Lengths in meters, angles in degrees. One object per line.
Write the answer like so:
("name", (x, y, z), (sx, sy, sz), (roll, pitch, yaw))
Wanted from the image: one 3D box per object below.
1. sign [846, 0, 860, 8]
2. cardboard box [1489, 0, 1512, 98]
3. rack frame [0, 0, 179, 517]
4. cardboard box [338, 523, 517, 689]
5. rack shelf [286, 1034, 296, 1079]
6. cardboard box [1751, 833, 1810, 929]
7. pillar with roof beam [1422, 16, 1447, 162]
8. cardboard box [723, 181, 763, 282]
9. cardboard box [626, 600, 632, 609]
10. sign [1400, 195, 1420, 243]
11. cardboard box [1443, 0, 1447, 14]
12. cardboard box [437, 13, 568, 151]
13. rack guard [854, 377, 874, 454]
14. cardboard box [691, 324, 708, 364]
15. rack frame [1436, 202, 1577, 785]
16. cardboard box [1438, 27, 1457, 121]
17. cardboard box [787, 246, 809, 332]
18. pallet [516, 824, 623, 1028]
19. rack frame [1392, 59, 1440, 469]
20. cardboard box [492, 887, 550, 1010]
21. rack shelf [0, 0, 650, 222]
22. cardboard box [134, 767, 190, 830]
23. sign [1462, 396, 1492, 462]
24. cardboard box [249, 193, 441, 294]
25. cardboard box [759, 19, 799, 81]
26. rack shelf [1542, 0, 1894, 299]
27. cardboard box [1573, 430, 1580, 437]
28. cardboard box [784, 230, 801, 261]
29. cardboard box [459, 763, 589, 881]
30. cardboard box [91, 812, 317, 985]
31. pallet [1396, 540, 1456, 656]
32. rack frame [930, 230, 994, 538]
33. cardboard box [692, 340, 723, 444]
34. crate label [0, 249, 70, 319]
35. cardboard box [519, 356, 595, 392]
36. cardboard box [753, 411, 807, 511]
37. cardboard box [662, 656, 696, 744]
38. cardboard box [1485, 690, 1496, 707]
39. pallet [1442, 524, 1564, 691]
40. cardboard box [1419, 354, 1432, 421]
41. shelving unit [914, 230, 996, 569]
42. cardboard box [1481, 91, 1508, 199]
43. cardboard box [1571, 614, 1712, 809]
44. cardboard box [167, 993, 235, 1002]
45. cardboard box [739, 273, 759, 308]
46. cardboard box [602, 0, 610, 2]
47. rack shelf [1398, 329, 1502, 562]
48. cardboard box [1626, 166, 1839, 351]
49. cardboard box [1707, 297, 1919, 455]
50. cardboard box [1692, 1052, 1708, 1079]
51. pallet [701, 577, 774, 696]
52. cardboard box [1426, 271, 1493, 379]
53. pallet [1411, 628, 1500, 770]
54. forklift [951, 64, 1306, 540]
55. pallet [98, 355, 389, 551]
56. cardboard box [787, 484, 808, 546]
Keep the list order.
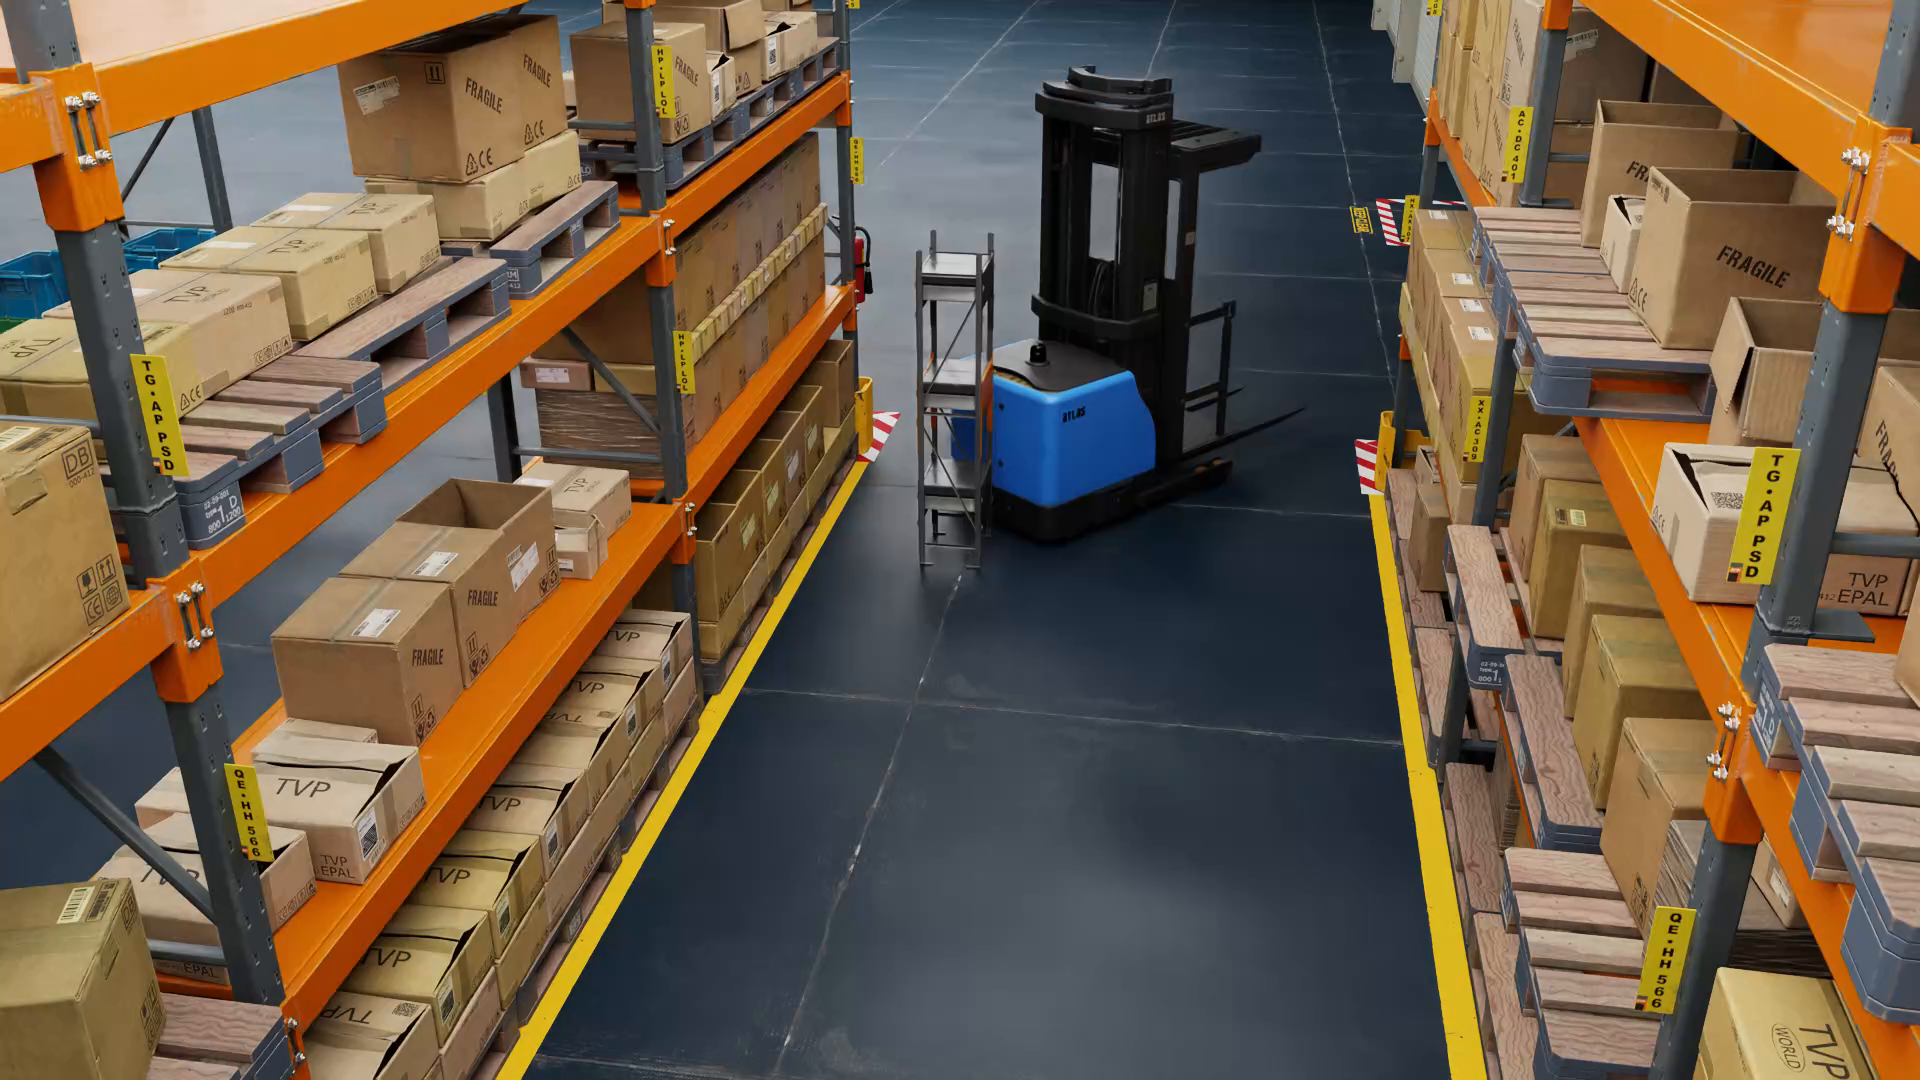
("sign", (-0.736, -3.788, 11.314), (0.100, 0.325, 0.005), (4, 25, 9))
("cardboard box", (2.859, -2.418, 8.018), (0.500, 0.500, 0.500), (5, 26, 11))
("rack frame", (-2.576, -1.479, 3.794), (1.000, 3.000, 0.127), (4, 25, 9))
("cardboard box", (-2.232, 0.270, 7.016), (0.500, 0.500, 0.500), (4, 25, 9))
("rack shelf", (-2.903, 2.401, 3.431), (1.077, 0.370, 4.000), (4, 25, 9))
("cardboard box", (2.338, 0.896, 4.396), (0.380, 0.149, 0.250), (1, 25, 2))
("pillar with roof beam", (2.072, -9.447, 20.818), (9.100, 9.000, 0.400), (4, 25, 9))
("cardboard box", (-1.610, -1.883, 10.086), (0.700, 0.500, 0.500), (4, 25, 9))
("cardboard box", (-2.062, 0.412, 9.580), (0.500, 0.250, 0.500), (4, 25, 9))
("sign", (3.084, -2.195, 11.381), (0.100, 0.325, 0.005), (4, 25, 9))
("cardboard box", (3.316, -3.487, 10.302), (0.500, 0.500, 0.500), (2, 25, 5))
("cardboard box", (-2.062, -2.000, 7.242), (0.500, 0.500, 0.500), (4, 25, 9))
("rack guard", (-1.265, -0.985, 12.765), (1.175, 0.500, 0.348), (4, 25, 9))
("cardboard box", (-1.606, -1.085, 9.148), (0.380, 0.149, 0.250), (3, 25, 7))
("rack frame", (2.965, -0.093, 7.910), (1.000, 3.000, 0.127), (4, 25, 9))
("cardboard box", (3.195, -2.834, 10.086), (0.500, 0.500, 0.500), (6, 26, 12))
("cardboard box", (-1.439, -1.738, 11.307), (0.700, 0.500, 0.500), (5, 25, 10))
("pallet", (-2.202, 1.651, 7.474), (1.003, 0.211, 1.213), (4, 25, 9))
("rack frame", (3.619, -1.766, 11.484), (1.000, 3.000, 0.127), (4, 25, 9))
("cardboard box", (-2.041, 1.667, 6.899), (0.500, 0.250, 0.500), (3, 25, 7))
("rack shelf", (-2.249, -1.808, 5.818), (1.077, 0.370, 4.000), (4, 25, 9))
("cardboard box", (-2.702, 0.957, 5.963), (0.380, 0.149, 0.250), (4, 25, 9))
("sign", (2.429, -0.519, 7.800), (0.100, 0.325, 0.005), (4, 25, 9))
("cardboard box", (-2.295, -1.120, 6.247), (0.500, 0.250, 0.500), (2, 25, 4))
("cardboard box", (-1.288, -2.947, 9.913), (0.500, 0.311, 0.500), (7, 26, 15))
("rack shelf", (2.638, -1.466, 5.088), (1.077, 0.370, 4.000), (4, 25, 9))
("cardboard box", (3.248, -0.556, 8.167), (0.500, 0.500, 0.500), (3, 25, 7))
("cardboard box", (-1.270, -1.952, 10.998), (0.380, 0.149, 0.250), (4, 25, 9))
("cardboard box", (-1.954, 1.193, 7.251), (0.500, 0.311, 0.500), (4, 25, 8))
("cardboard box", (-2.474, 1.130, 5.403), (0.500, 0.311, 0.500), (6, 26, 12))
("pallet", (3.237, 0.375, 10.200), (1.003, 0.211, 1.213), (4, 25, 9))
("rack frame", (0.013, -0.984, 10.875), (0.400, 2.100, 0.015), (4, 25, 9))
("cardboard box", (-1.776, -0.887, 9.488), (0.700, 0.500, 0.500), (4, 25, 8))
("crate label", (-6.189, -1.680, 11.258), (0.502, 0.435, 0.616), (4, 25, 9))
("cardboard box", (-2.089, -0.902, 8.756), (0.380, 0.149, 0.250), (4, 25, 8))
("cardboard box", (-1.295, -0.519, 10.683), (0.500, 0.500, 0.500), (4, 25, 9))
("cardboard box", (-1.704, 0.814, 8.720), (0.500, 0.250, 0.500), (4, 25, 8))
("cardboard box", (3.023, 0.765, 8.900), (0.380, 0.166, 0.250), (1, 25, 2))
("pallet", (2.697, 0.304, 7.289), (1.003, 0.211, 1.213), (4, 25, 9))
("cardboard box", (2.981, -0.883, 9.751), (0.500, 0.250, 0.500), (4, 25, 9))
("shelving unit", (-0.027, -0.882, 10.657), (0.431, 2.100, 0.503), (4, 25, 9))
("cardboard box", (2.899, -1.945, 8.186), (0.500, 0.500, 0.500), (2, 25, 4))
("cardboard box", (2.560, 0.616, 5.759), (0.700, 0.500, 0.500), (4, 25, 9))
("cardboard box", (-2.734, 1.804, 5.945), (0.500, 0.311, 0.500), (5, 25, 10))
("cardboard box", (-1.438, -1.521, 10.077), (0.380, 0.149, 0.250), (4, 25, 8))
("cardboard box", (-1.810, -3.089, 9.995), (0.500, 0.500, 0.500), (4, 25, 9))
("rack shelf", (3.292, -0.603, 9.849), (1.077, 0.370, 4.000), (4, 25, 9))
("cardboard box", (2.595, -0.948, 5.585), (0.500, 0.500, 0.500), (3, 25, 7))
("cardboard box", (2.615, -0.370, 4.818), (0.797, 0.503, 0.637), (8, 26, 16))
("cardboard box", (1.980, 1.577, 3.851), (0.500, 0.500, 0.500), (5, 26, 10))
("pallet", (-1.751, 0.499, 9.935), (1.003, 0.211, 1.213), (4, 25, 9))
("cardboard box", (2.990, -1.229, 9.607), (0.500, 0.500, 0.500), (5, 26, 10))
("pallet", (3.040, 0.887, 9.106), (1.003, 0.211, 1.213), (4, 25, 9))
("forklift", (1.350, -1.839, 11.722), (3.031, 2.935, 1.130), (-21, 32, -38))
("pallet", (-2.554, -0.324, 5.089), (1.213, 0.211, 1.003), (5, 26, 11))
("cardboard box", (-1.298, -0.179, 10.843), (0.500, 0.250, 0.500), (4, 25, 9))
